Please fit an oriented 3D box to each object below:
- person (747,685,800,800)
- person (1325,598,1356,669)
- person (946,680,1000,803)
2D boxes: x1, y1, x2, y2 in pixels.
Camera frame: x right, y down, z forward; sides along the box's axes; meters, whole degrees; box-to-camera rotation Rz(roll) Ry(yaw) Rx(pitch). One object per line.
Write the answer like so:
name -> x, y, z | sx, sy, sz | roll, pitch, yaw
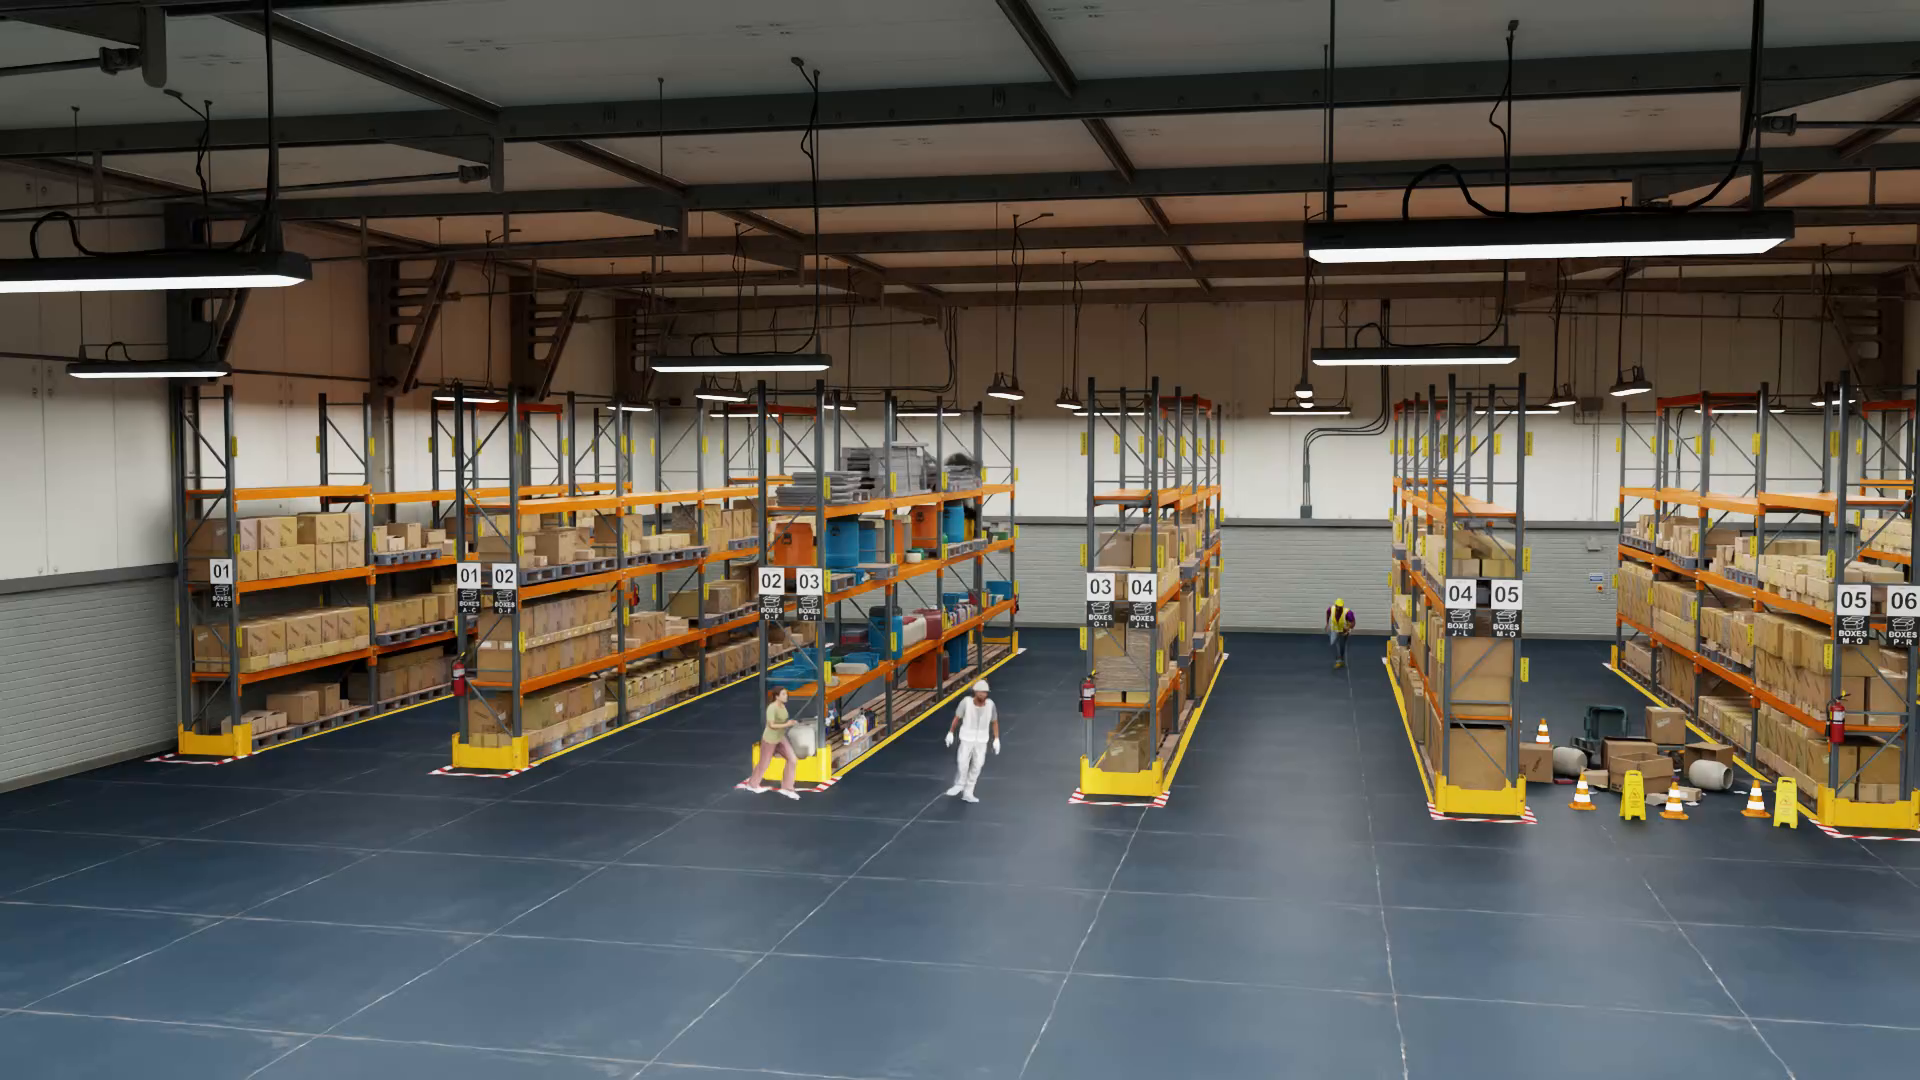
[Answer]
person -> -2.682, 2.865, 23.607 | 0.874, 1.647, 0.567 | 2, 4, 30
person -> 8.684, 2.098, 37.878 | 0.706, 1.614, 1.131 | 1, 3, 23
person -> 0.184, 2.826, 23.381 | 0.702, 1.745, 0.595 | -1, 3, -15
